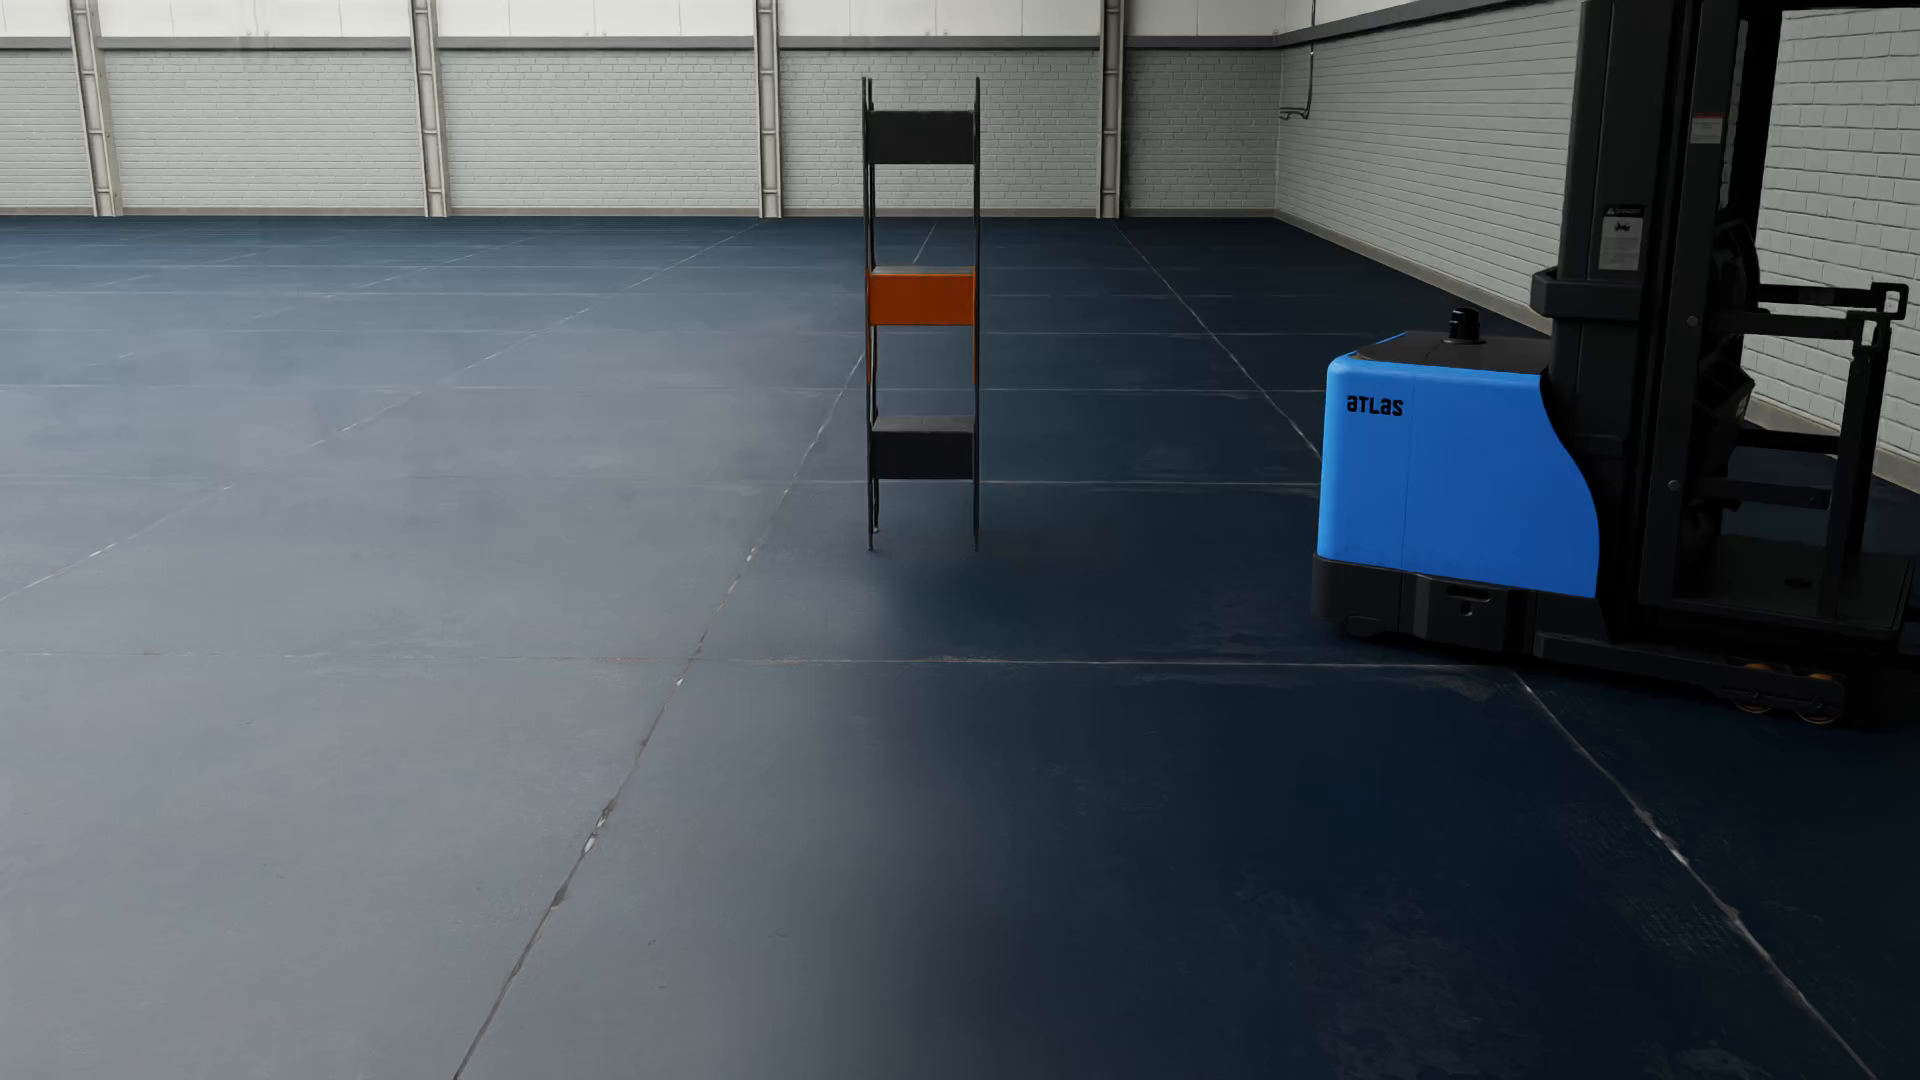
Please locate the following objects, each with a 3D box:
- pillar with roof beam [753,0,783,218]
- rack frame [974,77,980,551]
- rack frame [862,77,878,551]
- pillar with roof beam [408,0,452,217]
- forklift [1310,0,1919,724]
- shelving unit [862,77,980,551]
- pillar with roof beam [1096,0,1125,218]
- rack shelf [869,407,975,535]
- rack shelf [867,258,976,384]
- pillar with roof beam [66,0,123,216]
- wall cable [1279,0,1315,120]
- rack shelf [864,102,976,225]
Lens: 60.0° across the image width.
[{"bbox_3d":[-3.481,-9.031,24.432,0.400,9.000,9.100,0,15,1],"label":"pillar with roof beam"},{"bbox_3d":[0.078,-1.015,7.570,0.015,2.100,0.400,0,15,1],"label":"rack frame"},{"bbox_3d":[-0.409,-1.018,7.582,0.015,2.100,0.400,0,15,1],"label":"rack frame"},{"bbox_3d":[-9.479,-9.070,24.580,0.400,9.000,9.100,0,15,1],"label":"pillar with roof beam"},{"bbox_3d":[2.885,-0.959,5.731,3.031,2.935,1.130,9,17,31],"label":"forklift"},{"bbox_3d":[-0.165,-1.016,7.576,0.503,2.100,0.431,0,15,1],"label":"shelving unit"},{"bbox_3d":[2.517,-8.992,24.283,0.400,9.000,9.100,0,15,1],"label":"pillar with roof beam"},{"bbox_3d":[-0.165,-0.326,7.758,0.480,0.518,0.431,0,15,1],"label":"rack shelf"},{"bbox_3d":[-0.165,-1.003,7.580,0.480,0.518,0.431,0,15,1],"label":"rack shelf"},{"bbox_3d":[-15.477,-9.110,24.728,0.400,9.000,9.100,0,15,1],"label":"pillar with roof beam"},{"bbox_3d":[5.538,-8.232,27.490,0.112,2.526,3.097,0,15,1],"label":"wall cable"},{"bbox_3d":[-0.165,-1.680,7.401,0.480,0.518,0.431,0,15,1],"label":"rack shelf"}]
